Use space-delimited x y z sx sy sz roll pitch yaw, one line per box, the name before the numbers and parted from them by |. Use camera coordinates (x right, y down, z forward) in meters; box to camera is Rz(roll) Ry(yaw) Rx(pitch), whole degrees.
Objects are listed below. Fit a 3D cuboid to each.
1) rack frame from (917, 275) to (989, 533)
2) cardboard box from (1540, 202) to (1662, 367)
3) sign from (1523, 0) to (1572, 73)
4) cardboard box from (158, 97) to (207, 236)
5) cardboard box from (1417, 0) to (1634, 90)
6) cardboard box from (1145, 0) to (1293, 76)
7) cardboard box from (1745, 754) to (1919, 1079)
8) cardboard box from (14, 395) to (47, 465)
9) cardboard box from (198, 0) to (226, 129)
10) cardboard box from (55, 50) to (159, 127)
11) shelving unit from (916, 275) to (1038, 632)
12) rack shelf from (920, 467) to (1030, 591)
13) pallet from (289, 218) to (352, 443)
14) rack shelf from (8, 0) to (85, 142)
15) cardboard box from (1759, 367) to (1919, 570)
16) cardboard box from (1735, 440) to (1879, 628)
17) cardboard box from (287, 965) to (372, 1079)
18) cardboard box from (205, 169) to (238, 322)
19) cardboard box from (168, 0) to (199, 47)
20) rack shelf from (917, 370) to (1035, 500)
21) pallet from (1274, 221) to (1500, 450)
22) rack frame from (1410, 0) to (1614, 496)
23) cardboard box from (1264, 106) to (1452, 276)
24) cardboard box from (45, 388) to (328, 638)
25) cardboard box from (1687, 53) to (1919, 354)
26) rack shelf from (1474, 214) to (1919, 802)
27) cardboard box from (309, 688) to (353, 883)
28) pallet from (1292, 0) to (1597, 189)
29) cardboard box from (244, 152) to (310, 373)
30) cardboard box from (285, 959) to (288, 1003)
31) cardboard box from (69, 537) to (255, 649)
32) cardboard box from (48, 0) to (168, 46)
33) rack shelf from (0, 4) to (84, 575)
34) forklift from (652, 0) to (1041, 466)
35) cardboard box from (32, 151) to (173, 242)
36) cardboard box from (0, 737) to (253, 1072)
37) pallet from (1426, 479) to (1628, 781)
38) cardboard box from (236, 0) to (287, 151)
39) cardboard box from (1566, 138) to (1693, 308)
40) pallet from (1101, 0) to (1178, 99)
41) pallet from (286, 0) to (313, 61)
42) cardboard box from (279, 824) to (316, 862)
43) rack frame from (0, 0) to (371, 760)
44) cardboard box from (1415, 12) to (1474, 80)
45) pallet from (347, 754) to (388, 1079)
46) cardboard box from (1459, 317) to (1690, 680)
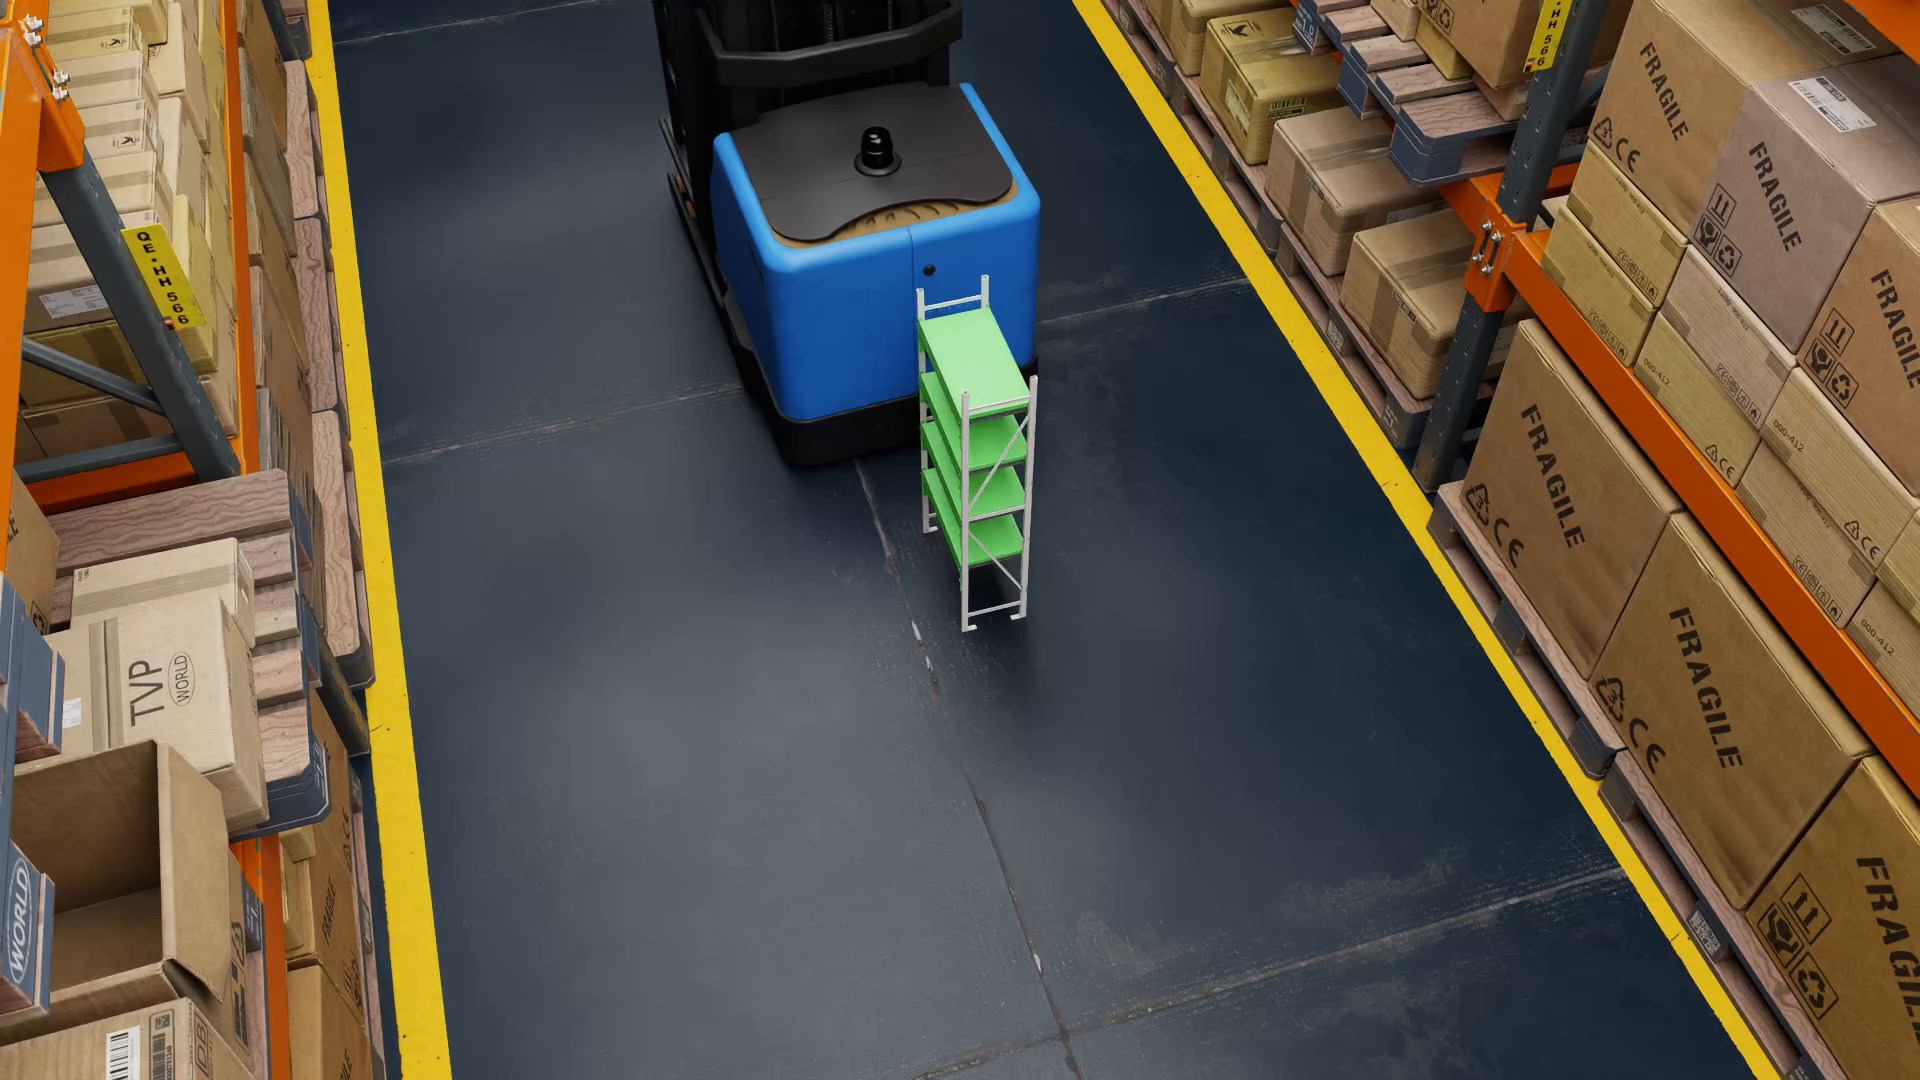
rack frame | -0.023 -0.444 5.840 0.240 1.200 0.015 -13 51 -11
cardboard box | 2.153 -0.834 5.089 0.500 0.250 0.500 -14 51 -12
sign | 1.733 -1.514 4.859 0.100 0.325 0.005 -13 51 -11
cardboard box | -2.537 -1.029 4.927 0.500 0.250 0.500 -12 51 -10
cardboard box | 1.849 -1.829 5.295 0.500 0.500 0.500 -15 51 -12
cardboard box | 1.439 -2.599 7.923 0.950 0.372 0.625 -10 51 -9
cardboard box | 2.897 1.082 4.491 0.875 0.875 0.875 -12 51 -10
cardboard box | -2.869 -0.393 4.718 0.500 0.250 0.500 -14 51 -12
cardboard box | -2.845 -1.625 5.756 0.500 0.250 0.500 -12 51 -10
cardboard box | -2.575 -1.277 4.875 0.380 0.149 0.250 -13 51 -11
shelving unit | 0.049 -0.266 5.689 0.258 1.200 0.503 -13 51 -11
rack shelf | 0.049 -0.070 5.922 0.258 0.148 0.480 -13 51 -11
pallet | -3.055 -0.772 6.763 1.003 0.211 1.213 -13 51 -11
rack shelf | -3.083 -2.367 4.792 1.077 0.370 4.000 -13 51 -11
cardboard box | 2.450 -0.239 4.260 0.500 0.250 0.500 -13 51 -11
cardboard box | 2.471 -0.078 4.452 0.500 0.250 0.500 -12 51 -10
cardboard box | -1.866 1.509 4.376 0.500 0.500 0.500 -11 51 -9
cardboard box | -2.534 -0.871 5.120 0.500 0.250 0.500 -14 51 -12
cardboard box | -2.850 -1.783 5.562 0.500 0.250 0.500 -13 51 -10
rack shelf | 0.049 -0.379 5.555 0.258 0.148 0.480 -13 51 -11
pallet | 2.019 -0.969 6.928 1.003 0.211 1.213 -13 51 -11
rack frame | 2.249 -1.296 5.381 1.000 3.000 0.127 -13 51 -11
cardboard box | 1.865 -1.537 7.028 0.950 0.372 0.625 -14 51 -12
cardboard box | -2.663 0.000 5.566 0.875 0.625 0.625 -12 51 -10
cardboard box | 2.317 -0.875 4.306 0.500 0.500 0.500 -13 51 -11
rack shelf | 2.840 0.396 4.424 1.077 0.370 4.000 -13 51 -11
cardboard box | -2.162 0.759 5.008 0.500 0.500 0.500 -12 51 -10
pallet | 1.936 -1.731 5.873 1.213 0.211 1.003 -13 51 -11
cardboard box | -3.063 -0.967 6.382 0.875 0.625 0.625 -15 52 -12
cardboard box | -1.923 1.191 4.220 0.380 0.149 0.250 -12 51 -10
cardboard box | -1.931 0.167 4.037 0.380 0.149 0.250 -12 51 -10
cardboard box | -2.697 -1.652 5.191 0.380 0.149 0.250 -12 51 -10
rack shelf | -1.901 0.555 2.329 1.077 0.370 4.000 -13 51 -11
forklift | -0.667 -2.384 6.343 1.130 2.935 3.031 -15 52 -12
cardboard box | -2.385 -0.907 4.563 0.380 0.149 0.250 -12 51 -10
cardboard box | -1.833 0.811 3.263 0.797 0.503 0.637 -14 51 -12
pallet | 2.410 0.195 5.947 1.003 0.211 1.213 -13 51 -11
cardboard box | -3.510 -2.084 7.324 0.875 0.625 0.625 -11 51 -9
cardboard box | 2.162 -0.983 4.888 0.500 0.250 0.500 -14 51 -11
pallet | 1.297 -2.751 8.431 1.003 0.211 1.213 -13 51 -11
pallet | -3.870 -2.784 8.459 1.003 0.211 1.213 -13 51 -11
cardboard box | -1.994 0.786 4.562 0.380 0.149 0.250 -16 52 -13
rack frame | -2.492 -0.171 4.432 1.000 3.000 0.127 -13 51 -11
cardboard box | 1.778 -1.716 5.625 0.380 0.149 0.250 -13 51 -10
pallet | -2.307 1.281 5.032 1.003 0.211 1.213 -13 51 -11
cardboard box | 2.373 -0.223 5.592 0.875 0.875 0.875 -14 51 -11
